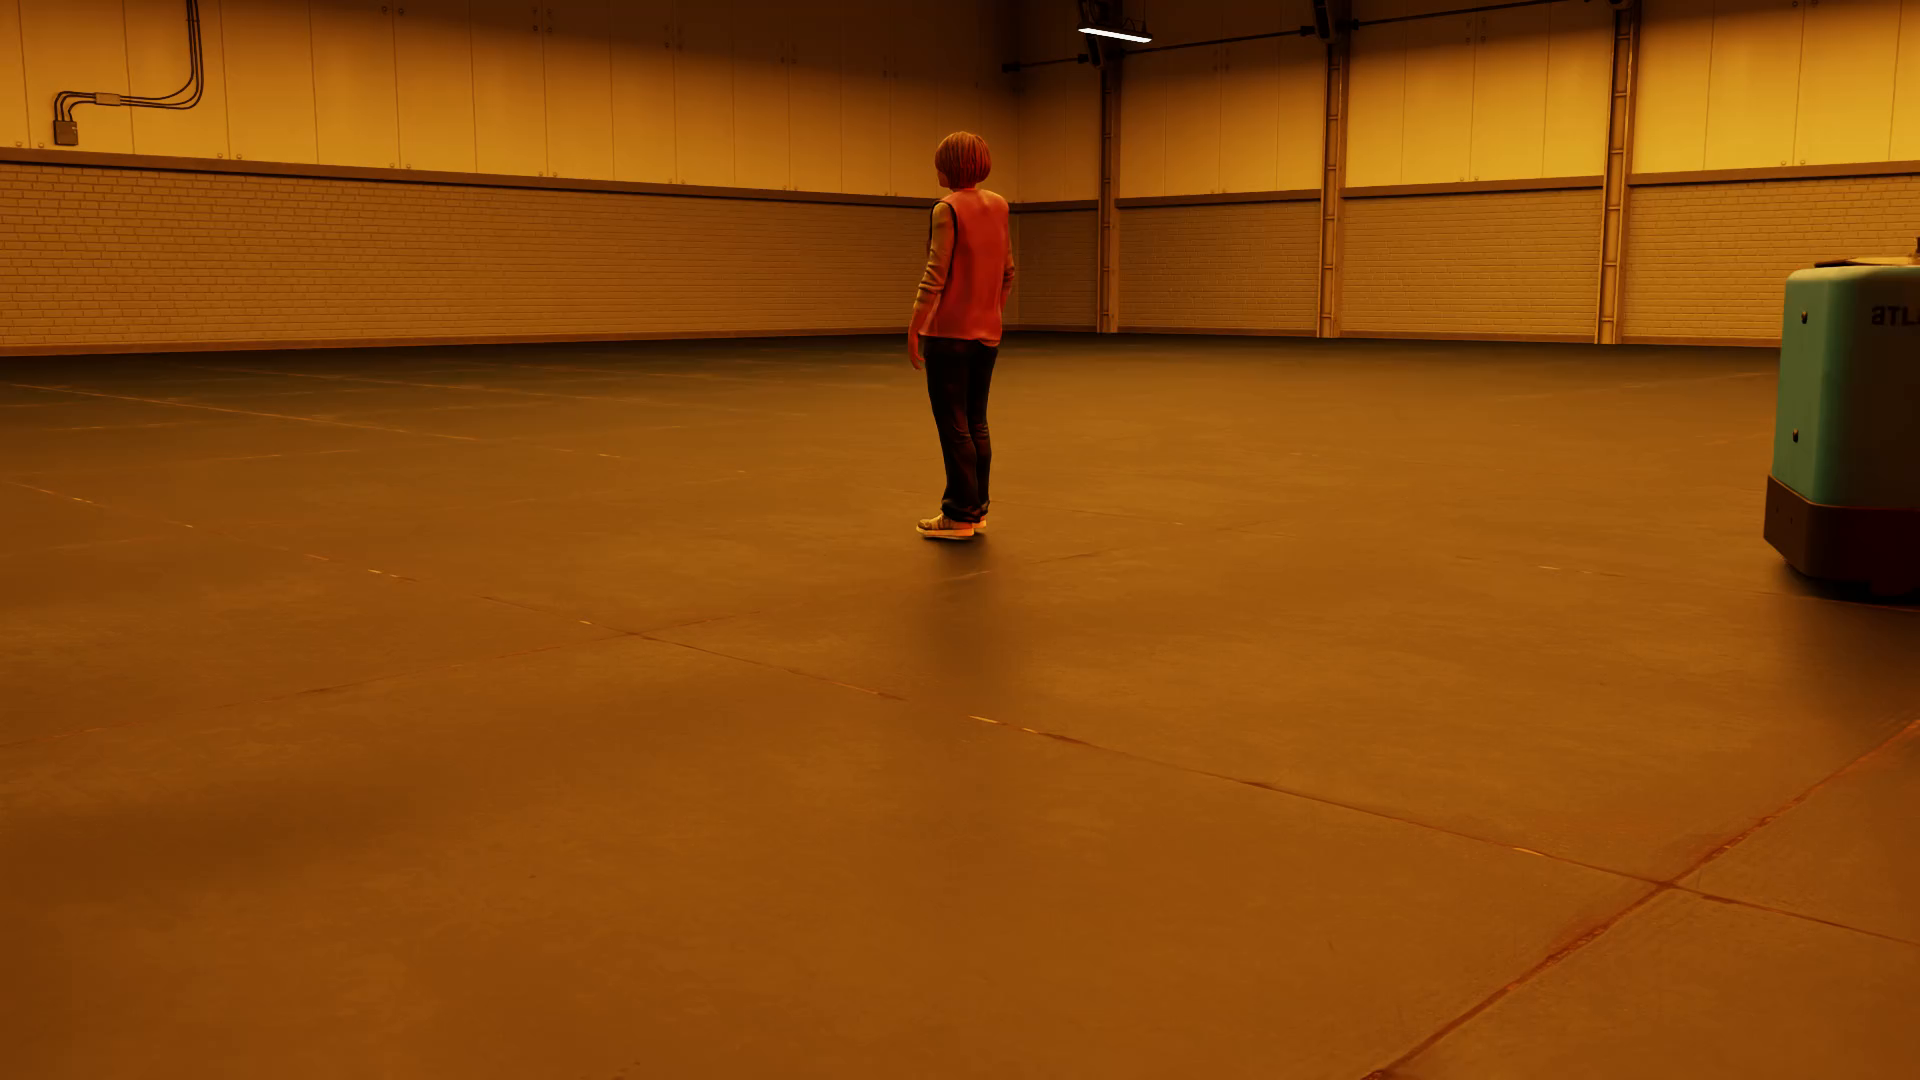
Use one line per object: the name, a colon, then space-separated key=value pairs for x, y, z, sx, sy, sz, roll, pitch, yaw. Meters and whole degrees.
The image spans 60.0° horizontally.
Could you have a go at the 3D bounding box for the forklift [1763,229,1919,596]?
forklift: x=4.350 y=-1.257 z=5.219 sx=3.031 sy=2.935 sz=1.130 roll=3 pitch=9 yaw=17

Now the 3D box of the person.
person: x=-0.044 y=-0.806 z=6.659 sx=0.473 sy=1.599 sz=0.520 roll=8 pitch=12 yaw=43
